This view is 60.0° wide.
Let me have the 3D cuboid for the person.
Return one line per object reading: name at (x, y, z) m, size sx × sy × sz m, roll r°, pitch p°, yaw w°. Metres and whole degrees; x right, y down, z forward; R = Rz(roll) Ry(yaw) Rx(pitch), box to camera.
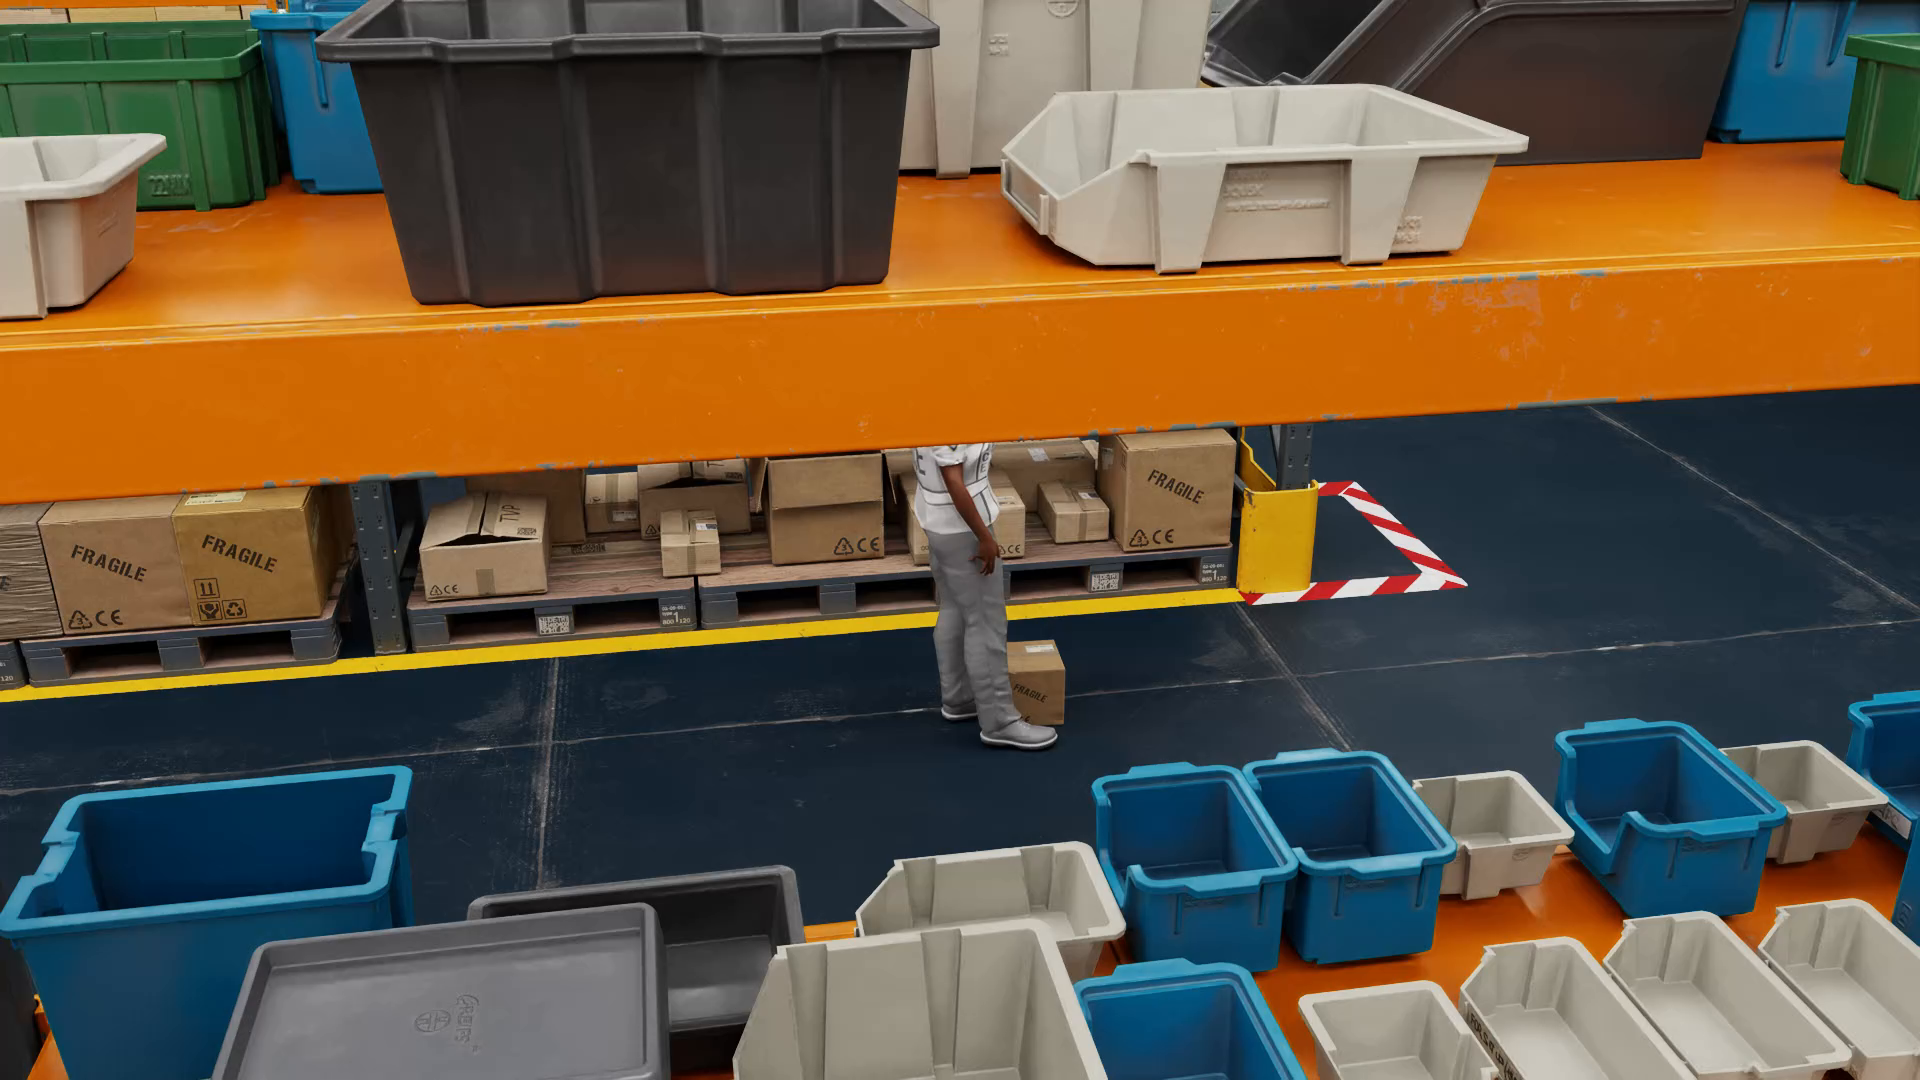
person at (0.072, -0.075, 6.206) m, size 0.527 × 1.698 × 0.570 m, roll -4°, pitch 24°, yaw -10°
